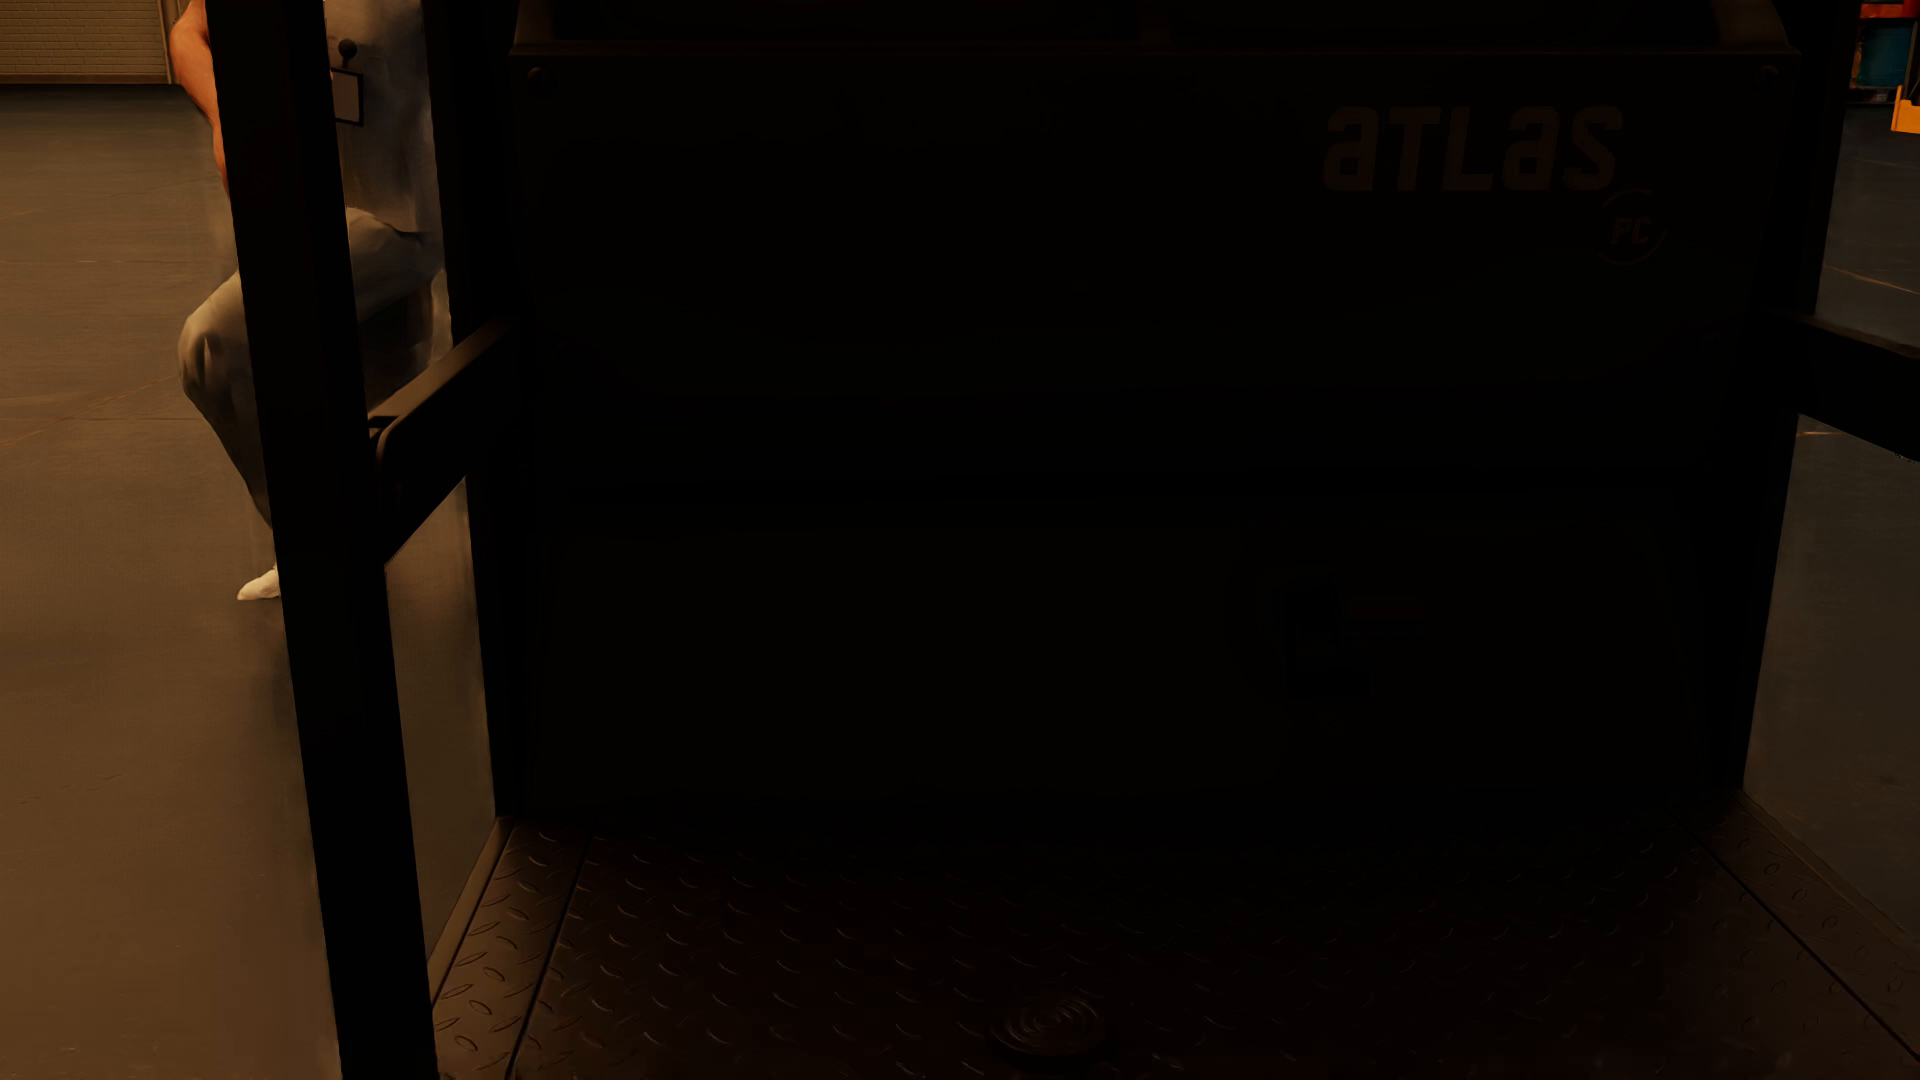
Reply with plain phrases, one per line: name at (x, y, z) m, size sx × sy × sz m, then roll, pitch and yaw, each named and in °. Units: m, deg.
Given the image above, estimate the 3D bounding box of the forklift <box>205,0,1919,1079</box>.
forklift at (0.157, -0.771, 0.912) m, size 1.130 × 2.935 × 3.031 m, roll -1°, pitch 17°, yaw -3°

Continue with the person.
person at (-0.976, -0.616, 3.018) m, size 0.576 × 1.453 × 0.867 m, roll 17°, pitch 24°, yaw 42°
